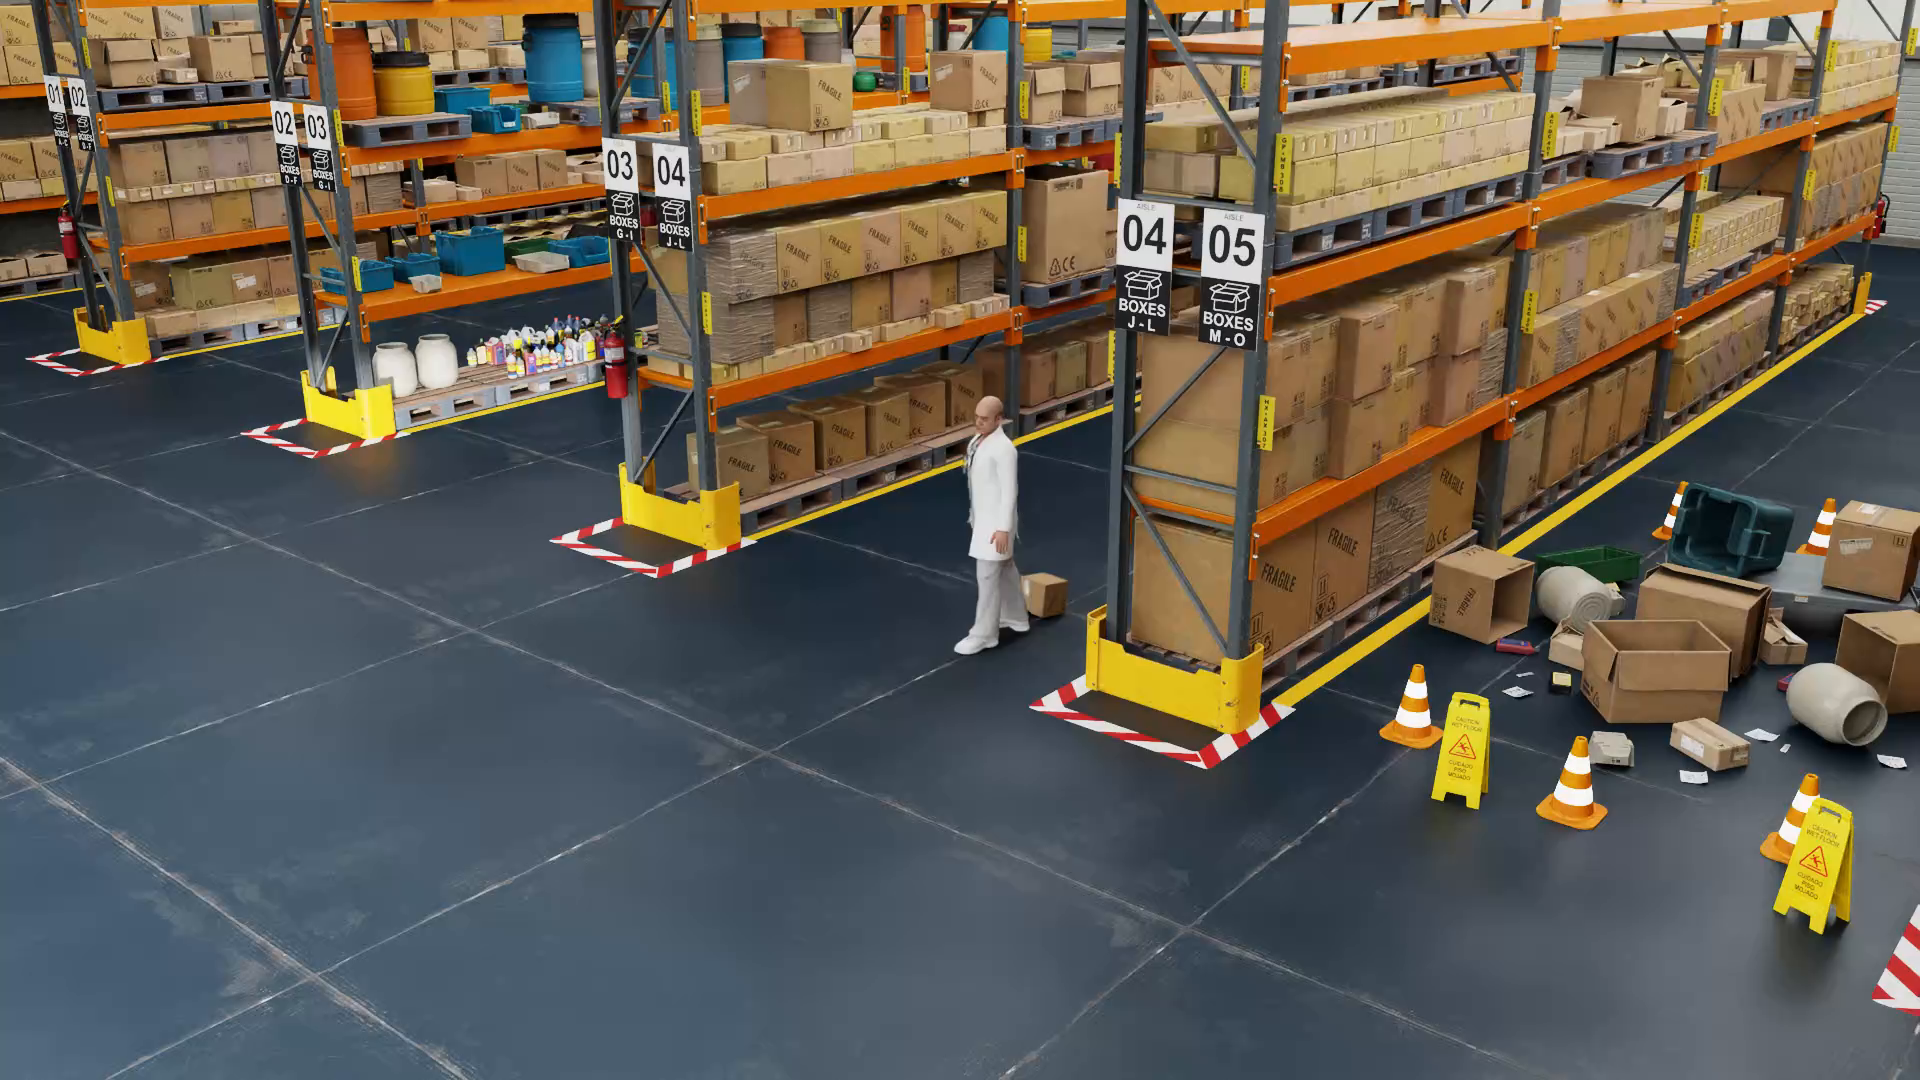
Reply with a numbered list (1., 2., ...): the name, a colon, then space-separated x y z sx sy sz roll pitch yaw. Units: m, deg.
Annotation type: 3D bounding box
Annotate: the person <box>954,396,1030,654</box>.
1. person: 0.212 -0.132 11.434 0.606 1.780 0.599 -4 20 -11
